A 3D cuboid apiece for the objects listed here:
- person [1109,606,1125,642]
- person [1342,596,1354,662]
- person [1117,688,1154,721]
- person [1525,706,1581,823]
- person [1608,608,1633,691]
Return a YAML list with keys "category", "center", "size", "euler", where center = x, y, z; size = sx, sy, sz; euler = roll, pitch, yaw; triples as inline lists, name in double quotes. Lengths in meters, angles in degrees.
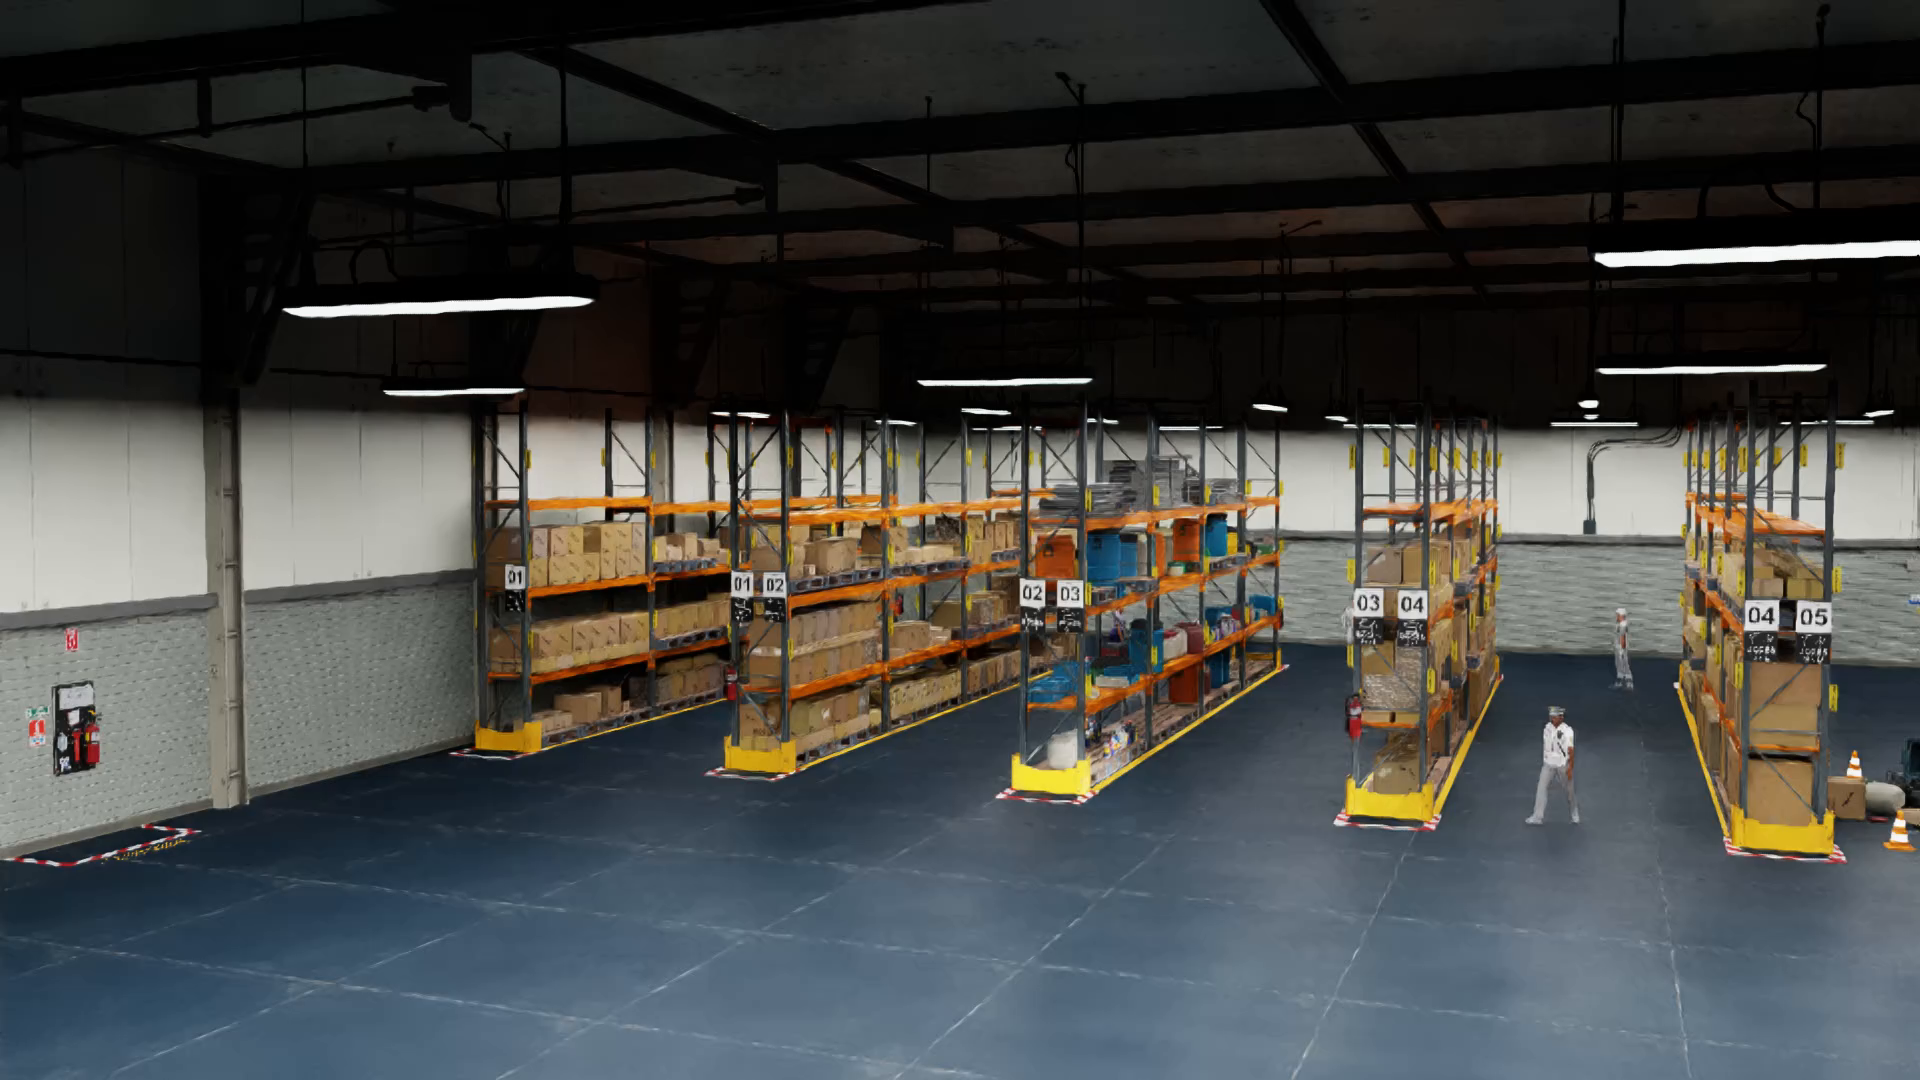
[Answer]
- category: "person"
  center: [3.697, 2.267, 39.245]
  size: [0.452, 1.649, 0.506]
  euler: [0, 3, 10]
- category: "person"
  center: [9.782, 2.189, 41.239]
  size: [0.643, 1.611, 0.816]
  euler: [1, 3, 17]
- category: "person"
  center: [3.334, 2.684, 31.556]
  size: [0.464, 1.536, 0.842]
  euler: [2, 4, 41]
- category: "person"
  center: [8.160, 3.065, 22.766]
  size: [0.866, 1.625, 0.507]
  euler: [-3, 4, -44]
- category: "person"
  center: [14.319, 2.353, 35.997]
  size: [0.509, 1.786, 0.716]
  euler: [1, 3, 23]
